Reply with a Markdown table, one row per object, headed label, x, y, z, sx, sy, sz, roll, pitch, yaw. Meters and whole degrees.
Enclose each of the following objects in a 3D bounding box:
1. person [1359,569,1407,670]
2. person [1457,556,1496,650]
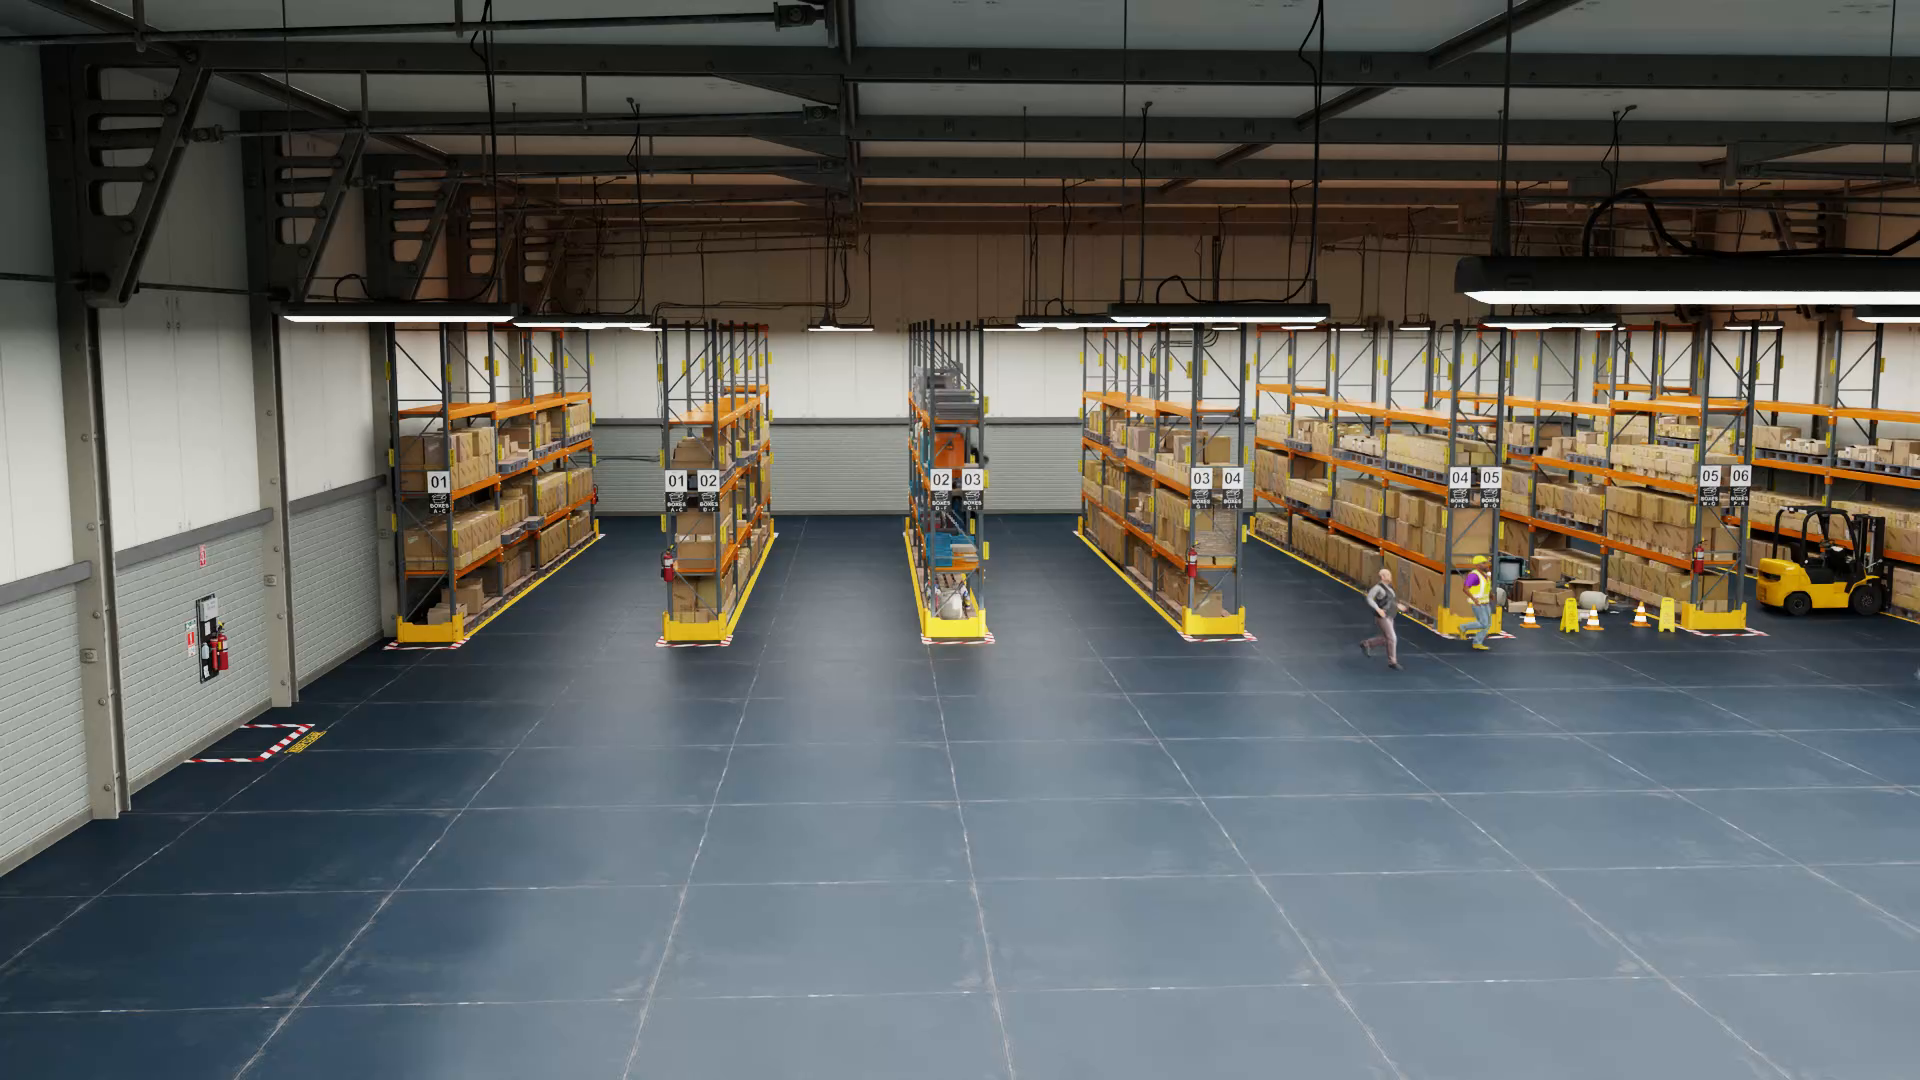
| label | x | y | z | sx | sy | sz | roll | pitch | yaw |
| --- | --- | --- | --- | --- | --- | --- | --- | --- | --- |
| person | 7.297 | 1.355 | 28.656 | 0.847 | 1.721 | 0.662 | 5 | 9 | 38 |
| person | 9.438 | 1.135 | 30.378 | 0.593 | 1.722 | 0.707 | 6 | 10 | 42 |
